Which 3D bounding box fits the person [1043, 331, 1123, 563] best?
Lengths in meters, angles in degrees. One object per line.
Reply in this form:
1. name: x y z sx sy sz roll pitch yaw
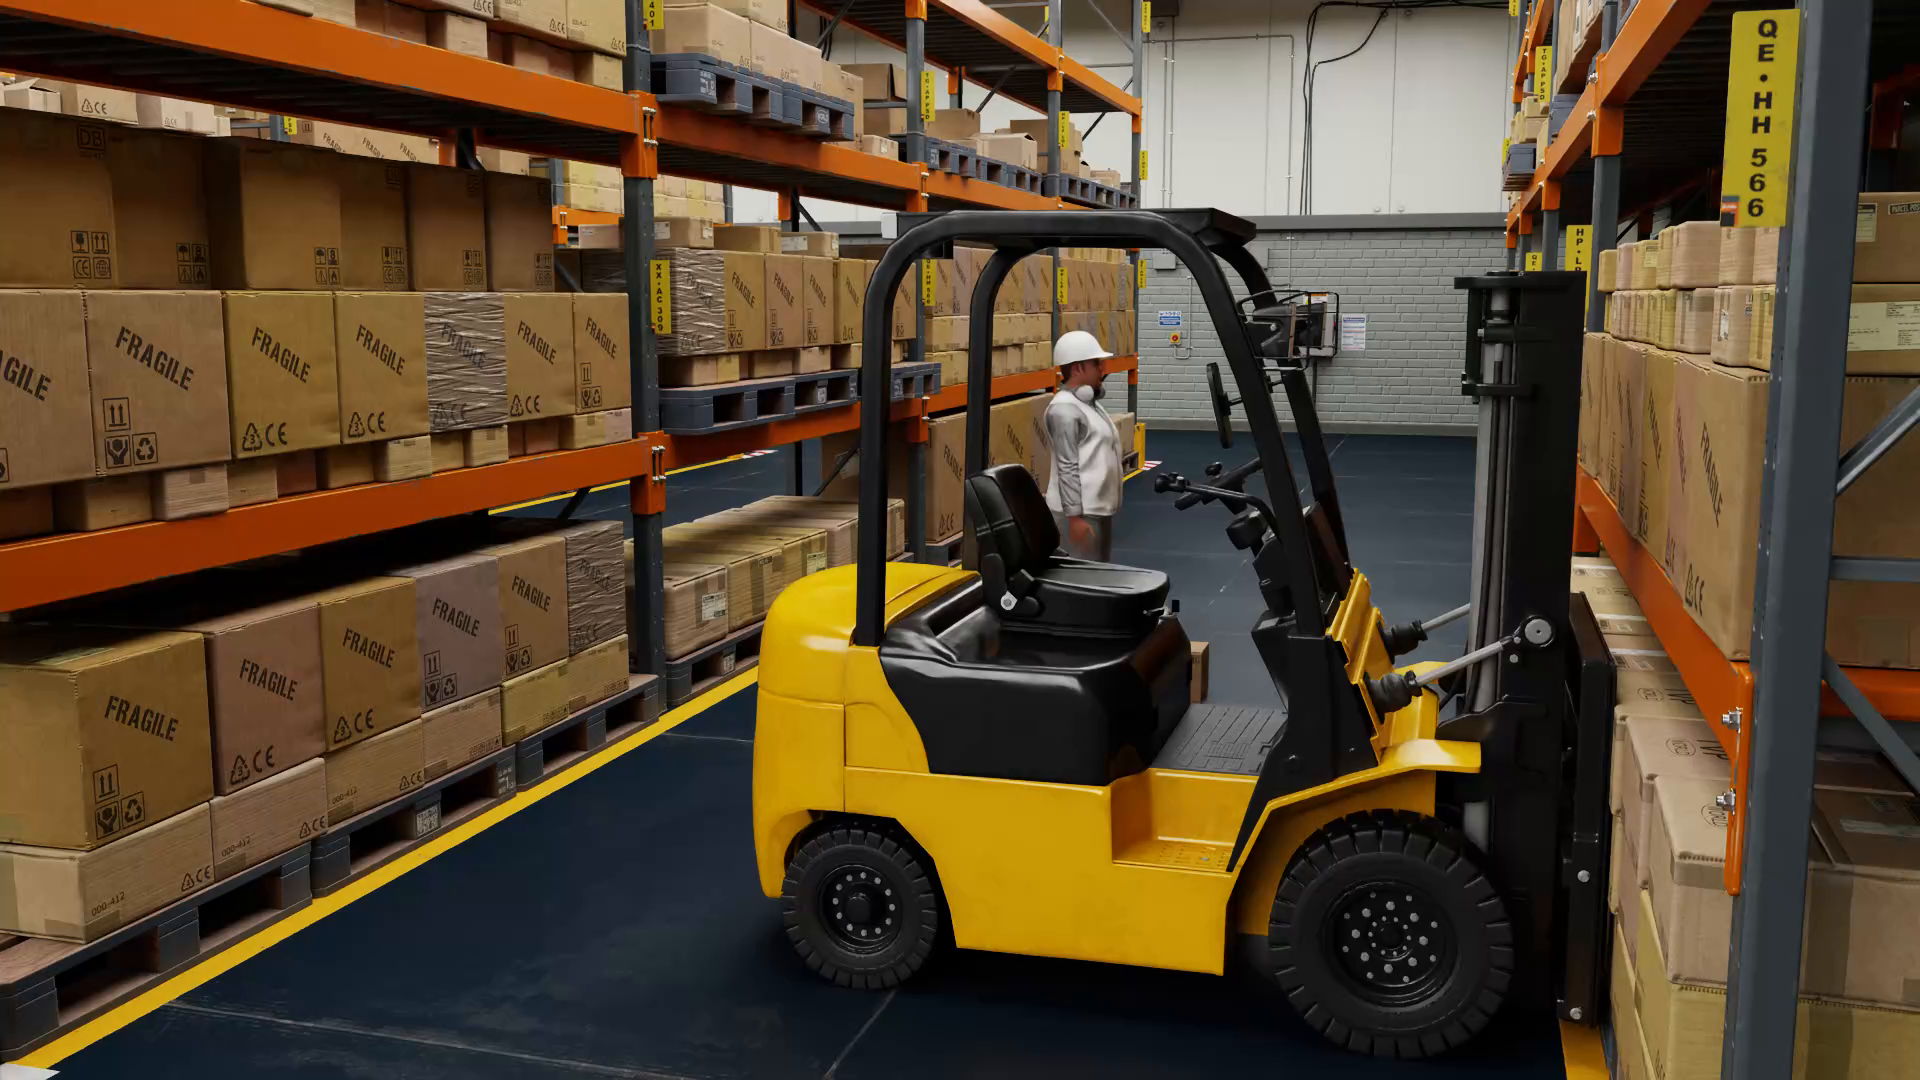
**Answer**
1. person: 0.612 -0.134 8.169 0.358 1.769 0.531 3 9 18
